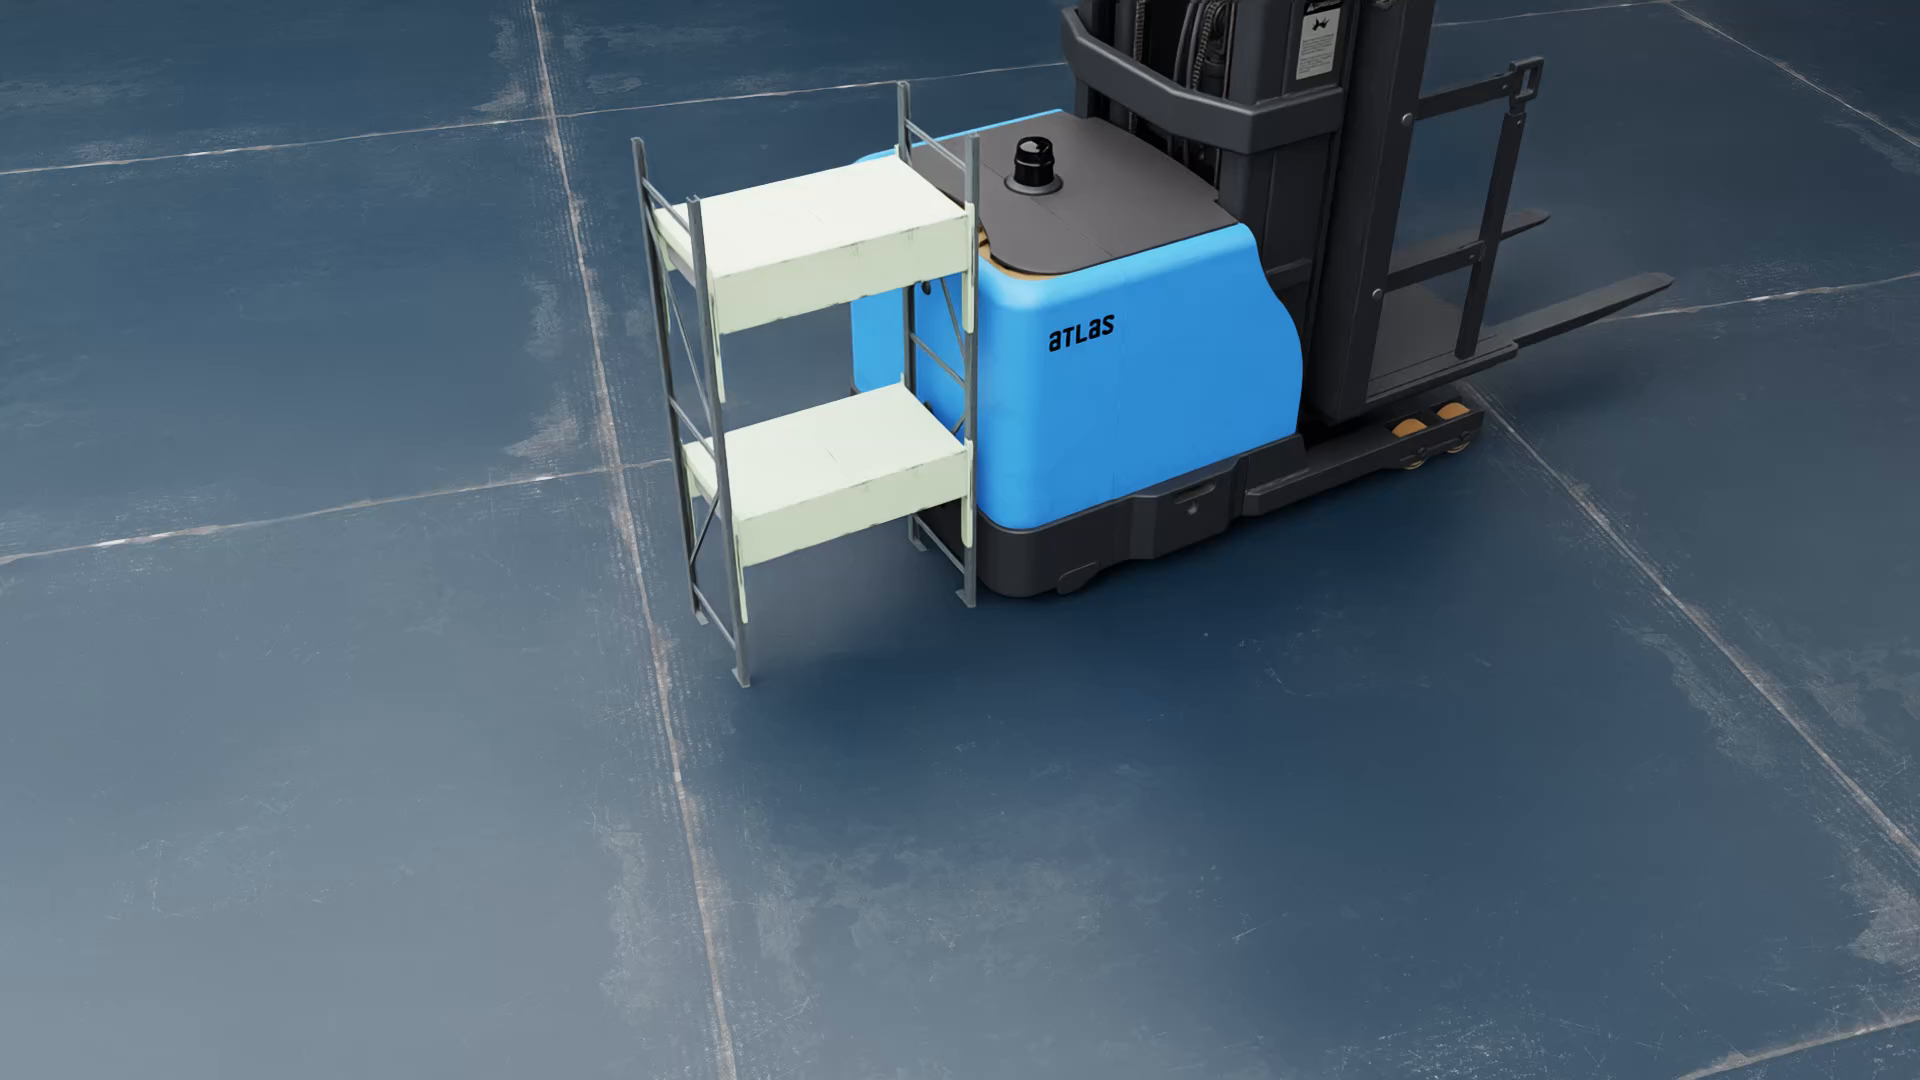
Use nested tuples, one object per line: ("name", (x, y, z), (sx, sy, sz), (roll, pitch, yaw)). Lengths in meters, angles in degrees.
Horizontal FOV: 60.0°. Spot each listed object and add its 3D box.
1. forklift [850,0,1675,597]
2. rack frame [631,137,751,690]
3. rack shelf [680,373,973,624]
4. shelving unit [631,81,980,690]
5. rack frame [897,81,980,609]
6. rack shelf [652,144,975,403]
("forklift", (1.171, -1.656, 5.003), (3.031, 2.935, 1.130), (-20, 42, -24))
("rack frame", (-0.698, -0.282, 4.384), (0.023, 1.500, 0.400), (-19, 41, -23))
("rack shelf", (-0.378, -0.131, 4.723), (0.720, 0.370, 0.431), (-19, 41, -23))
("shelving unit", (-0.378, -0.390, 4.525), (0.755, 1.500, 0.431), (-19, 41, -23))
("rack frame", (-0.058, -0.498, 4.666), (0.023, 1.500, 0.400), (-19, 41, -23))
("rack shelf", (-0.378, -0.700, 4.288), (0.720, 0.370, 0.431), (-19, 41, -23))
